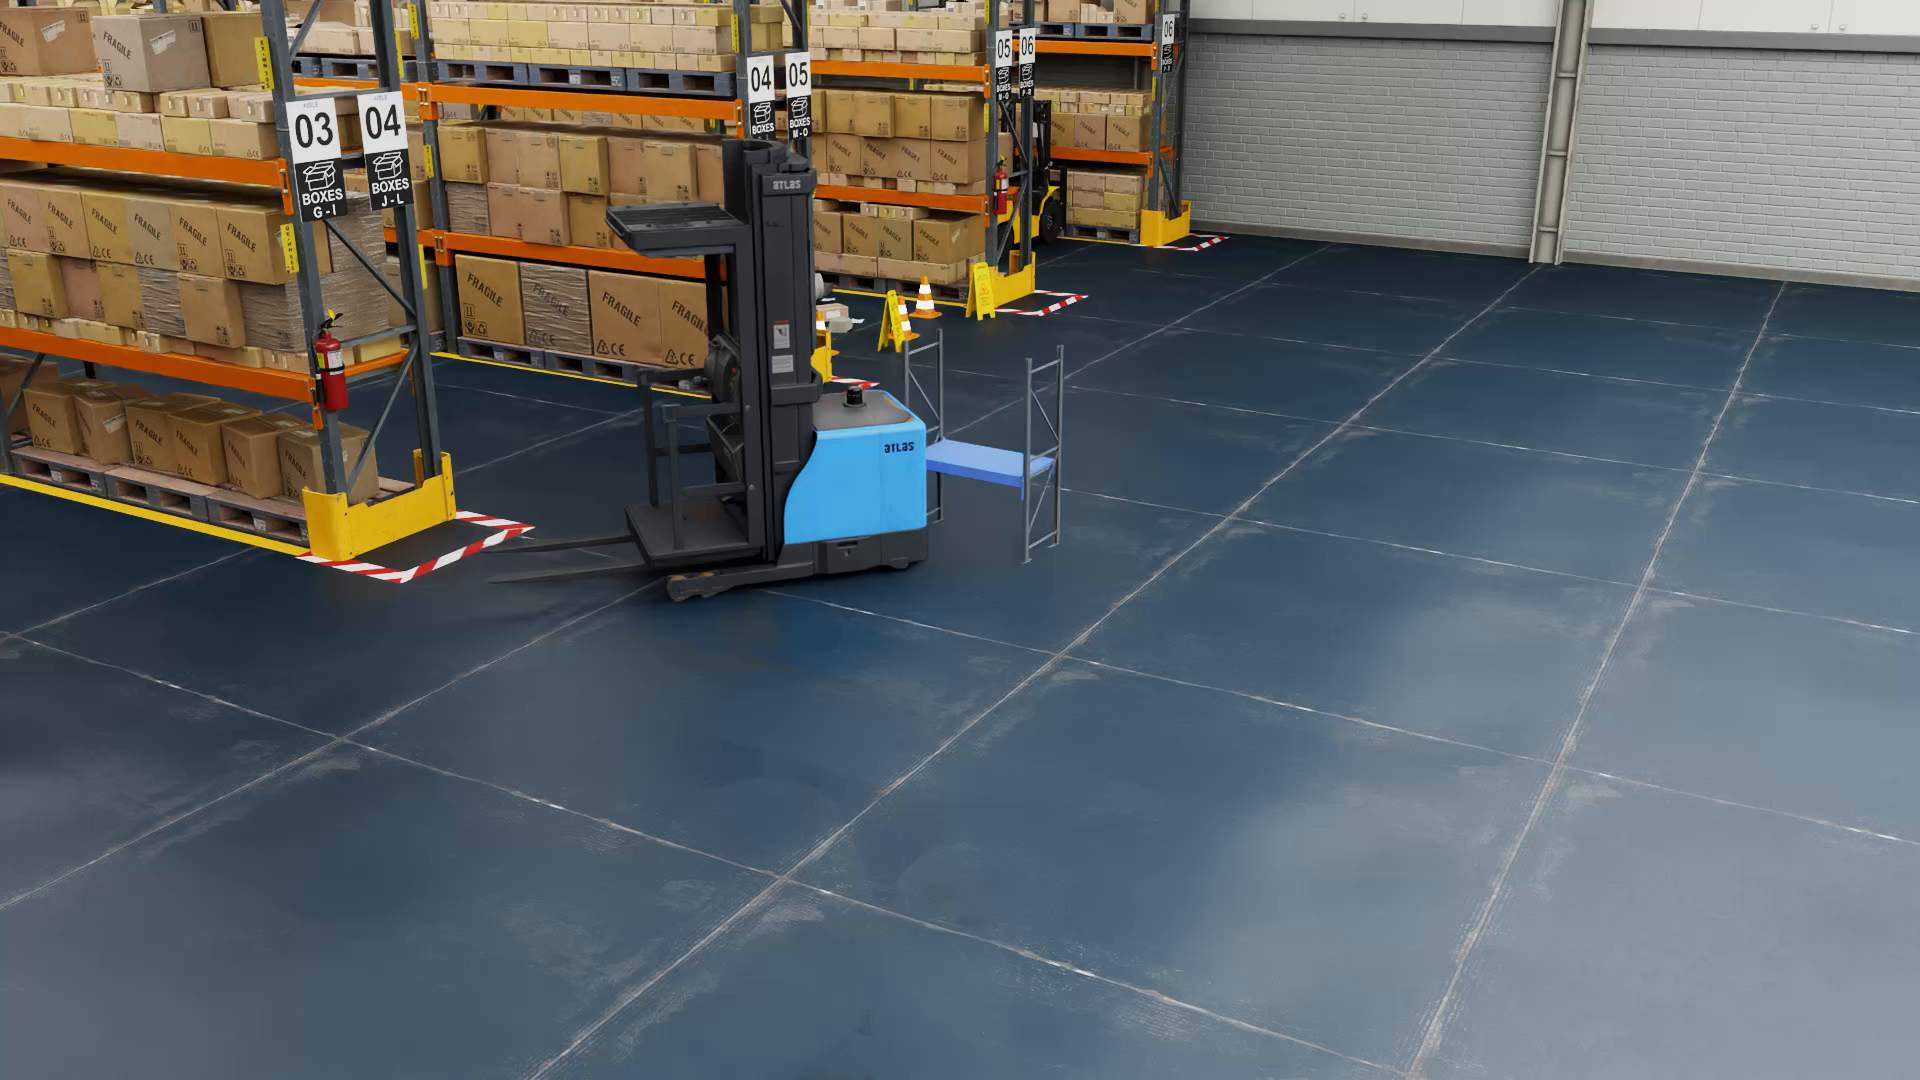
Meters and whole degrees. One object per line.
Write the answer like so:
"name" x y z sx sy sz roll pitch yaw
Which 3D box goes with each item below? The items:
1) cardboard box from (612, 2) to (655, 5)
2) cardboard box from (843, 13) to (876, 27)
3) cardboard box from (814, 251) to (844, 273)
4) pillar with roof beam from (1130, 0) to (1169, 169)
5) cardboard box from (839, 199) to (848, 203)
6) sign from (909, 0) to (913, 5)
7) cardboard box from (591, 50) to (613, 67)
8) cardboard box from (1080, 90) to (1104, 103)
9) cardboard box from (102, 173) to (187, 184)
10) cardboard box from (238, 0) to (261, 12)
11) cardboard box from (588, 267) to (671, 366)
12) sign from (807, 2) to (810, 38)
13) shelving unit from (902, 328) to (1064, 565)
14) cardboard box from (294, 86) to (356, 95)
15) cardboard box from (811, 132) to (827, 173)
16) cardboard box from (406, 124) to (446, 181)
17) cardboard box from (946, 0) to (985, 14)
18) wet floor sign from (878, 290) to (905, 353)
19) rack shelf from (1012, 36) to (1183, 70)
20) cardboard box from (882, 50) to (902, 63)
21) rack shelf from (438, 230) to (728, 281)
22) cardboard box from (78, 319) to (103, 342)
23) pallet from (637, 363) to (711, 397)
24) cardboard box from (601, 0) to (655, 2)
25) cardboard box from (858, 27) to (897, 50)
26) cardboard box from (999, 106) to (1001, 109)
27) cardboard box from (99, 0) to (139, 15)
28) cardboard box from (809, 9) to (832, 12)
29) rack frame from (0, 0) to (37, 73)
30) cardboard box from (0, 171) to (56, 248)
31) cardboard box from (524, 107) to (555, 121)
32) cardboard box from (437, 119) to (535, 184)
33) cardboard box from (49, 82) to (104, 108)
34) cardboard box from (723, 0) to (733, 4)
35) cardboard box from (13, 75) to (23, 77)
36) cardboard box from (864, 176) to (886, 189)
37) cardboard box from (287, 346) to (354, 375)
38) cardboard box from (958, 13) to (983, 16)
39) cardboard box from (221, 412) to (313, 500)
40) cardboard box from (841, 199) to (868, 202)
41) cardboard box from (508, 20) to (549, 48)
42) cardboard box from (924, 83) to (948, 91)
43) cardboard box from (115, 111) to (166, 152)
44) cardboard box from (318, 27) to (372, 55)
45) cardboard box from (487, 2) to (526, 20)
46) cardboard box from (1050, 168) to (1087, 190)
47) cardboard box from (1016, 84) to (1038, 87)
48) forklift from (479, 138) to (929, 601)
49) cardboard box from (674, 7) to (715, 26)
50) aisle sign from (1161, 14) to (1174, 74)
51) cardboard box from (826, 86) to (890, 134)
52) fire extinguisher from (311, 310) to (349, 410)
"cardboard box" -3.199 -5.213 16.374 0.250 0.149 0.380 11 23 28
"cardboard box" -1.199 -6.268 20.045 0.250 0.149 0.380 11 23 29
"cardboard box" -1.577 -3.606 21.324 0.500 0.250 0.500 10 22 27
"pillar with roof beam" 0.745 -7.788 20.639 0.400 9.000 9.100 11 23 27
"cardboard box" -1.804 -4.207 21.882 0.500 0.500 0.500 11 23 28
"sign" -0.735 -8.169 24.867 0.005 0.325 0.100 11 23 27
"cardboard box" -3.295 -4.599 15.852 0.250 0.149 0.380 11 23 28
"cardboard box" 1.944 -6.485 24.310 0.250 0.149 0.380 11 23 28
"cardboard box" -6.329 -2.600 13.085 0.500 0.500 0.500 11 23 27
"cardboard box" -10.594 -7.985 25.016 0.258 0.266 0.396 12 23 29
"cardboard box" -3.124 -2.334 16.901 0.875 0.875 0.875 10 22 26
"sign" -1.454 -4.919 15.731 0.005 0.325 0.100 11 23 27
"shelving unit" 0.158 -0.696 12.085 1.048 1.500 0.538 12 23 30
"cardboard box" -4.544 -3.151 11.888 0.250 0.149 0.380 11 23 28
"cardboard box" -1.767 -4.919 20.945 0.500 0.500 0.500 11 22 27
"cardboard box" -5.659 -4.160 17.821 0.500 0.500 0.700 10 22 26
"cardboard box" 0.128 -7.933 24.804 0.500 0.311 0.500 11 23 28
"wet floor sign" -0.739 -2.375 17.966 0.232 0.644 0.267 7 21 18
"rack shelf" 1.267 -7.270 24.665 4.000 0.370 1.077 11 23 27
"cardboard box" -0.730 -5.831 20.010 0.250 0.149 0.380 11 22 27
"rack shelf" -3.476 -2.891 16.992 4.000 0.370 1.077 11 23 27
"cardboard box" -6.585 -1.658 12.906 0.250 0.149 0.380 11 23 27
"pallet" -2.466 -1.696 16.730 1.213 0.211 1.003 11 23 27
"cardboard box" -4.366 -7.046 21.863 0.500 0.250 0.500 11 23 28
"cardboard box" -0.876 -6.040 20.004 0.500 0.250 0.500 12 23 29
"cardboard box" 0.774 -6.530 24.870 0.250 0.149 0.380 10 22 26
"cardboard box" -9.649 -6.115 19.156 0.258 0.266 0.396 11 23 27
"cardboard box" -1.775 -6.637 21.064 0.250 0.149 0.380 12 23 29
"rack frame" -7.729 -4.923 12.739 0.127 3.000 1.000 11 23 27
"cardboard box" -7.461 -2.609 13.109 0.500 0.500 0.500 11 23 27
"cardboard box" -5.650 -5.874 22.960 0.500 0.500 0.500 12 23 30
"cardboard box" -4.917 -4.069 17.379 0.550 0.550 0.875 11 23 27
"cardboard box" -6.439 -3.278 12.239 0.250 0.149 0.380 10 22 26
"cardboard box" -3.458 -8.705 26.655 0.500 0.500 0.500 11 23 28
"cardboard box" -7.305 -3.661 13.296 0.250 0.149 0.380 12 23 29
"cardboard box" -0.986 -4.460 20.629 0.250 0.149 0.380 11 22 27
"cardboard box" -4.587 -1.305 11.932 0.250 0.149 0.380 11 23 27
"cardboard box" 0.157 -6.211 19.889 0.250 0.149 0.380 11 23 27
"cardboard box" -5.313 -0.658 12.829 0.500 0.500 0.500 18 27 41
"cardboard box" -1.614 -5.827 26.896 0.625 0.625 0.875 11 22 27
"cardboard box" -4.050 -4.954 16.246 0.500 0.250 0.500 11 22 27
"cardboard box" -0.345 -6.881 25.402 0.250 0.149 0.380 11 23 28
"cardboard box" -5.663 -2.951 11.923 0.500 0.250 0.500 11 23 28
"cardboard box" -6.408 -5.286 17.597 0.500 0.250 0.500 11 22 27
"cardboard box" -4.404 -5.185 16.299 0.250 0.149 0.380 10 22 26
"cardboard box" 1.565 -5.388 24.771 0.500 0.250 0.500 11 23 28
"cardboard box" 1.049 -6.837 25.280 0.250 0.149 0.380 11 22 27
"forklift" -1.796 -1.170 11.292 3.031 2.935 1.130 -7 21 -18
"cardboard box" -2.407 -4.805 15.251 0.250 0.149 0.380 11 23 28
"aisle sign" 2.927 -6.989 23.422 0.004 0.787 0.394 11 23 27
"cardboard box" -1.258 -5.329 20.608 0.500 0.500 0.700 11 22 27
"fire extinguisher" -4.362 -1.245 11.511 0.183 0.674 0.296 11 23 27
